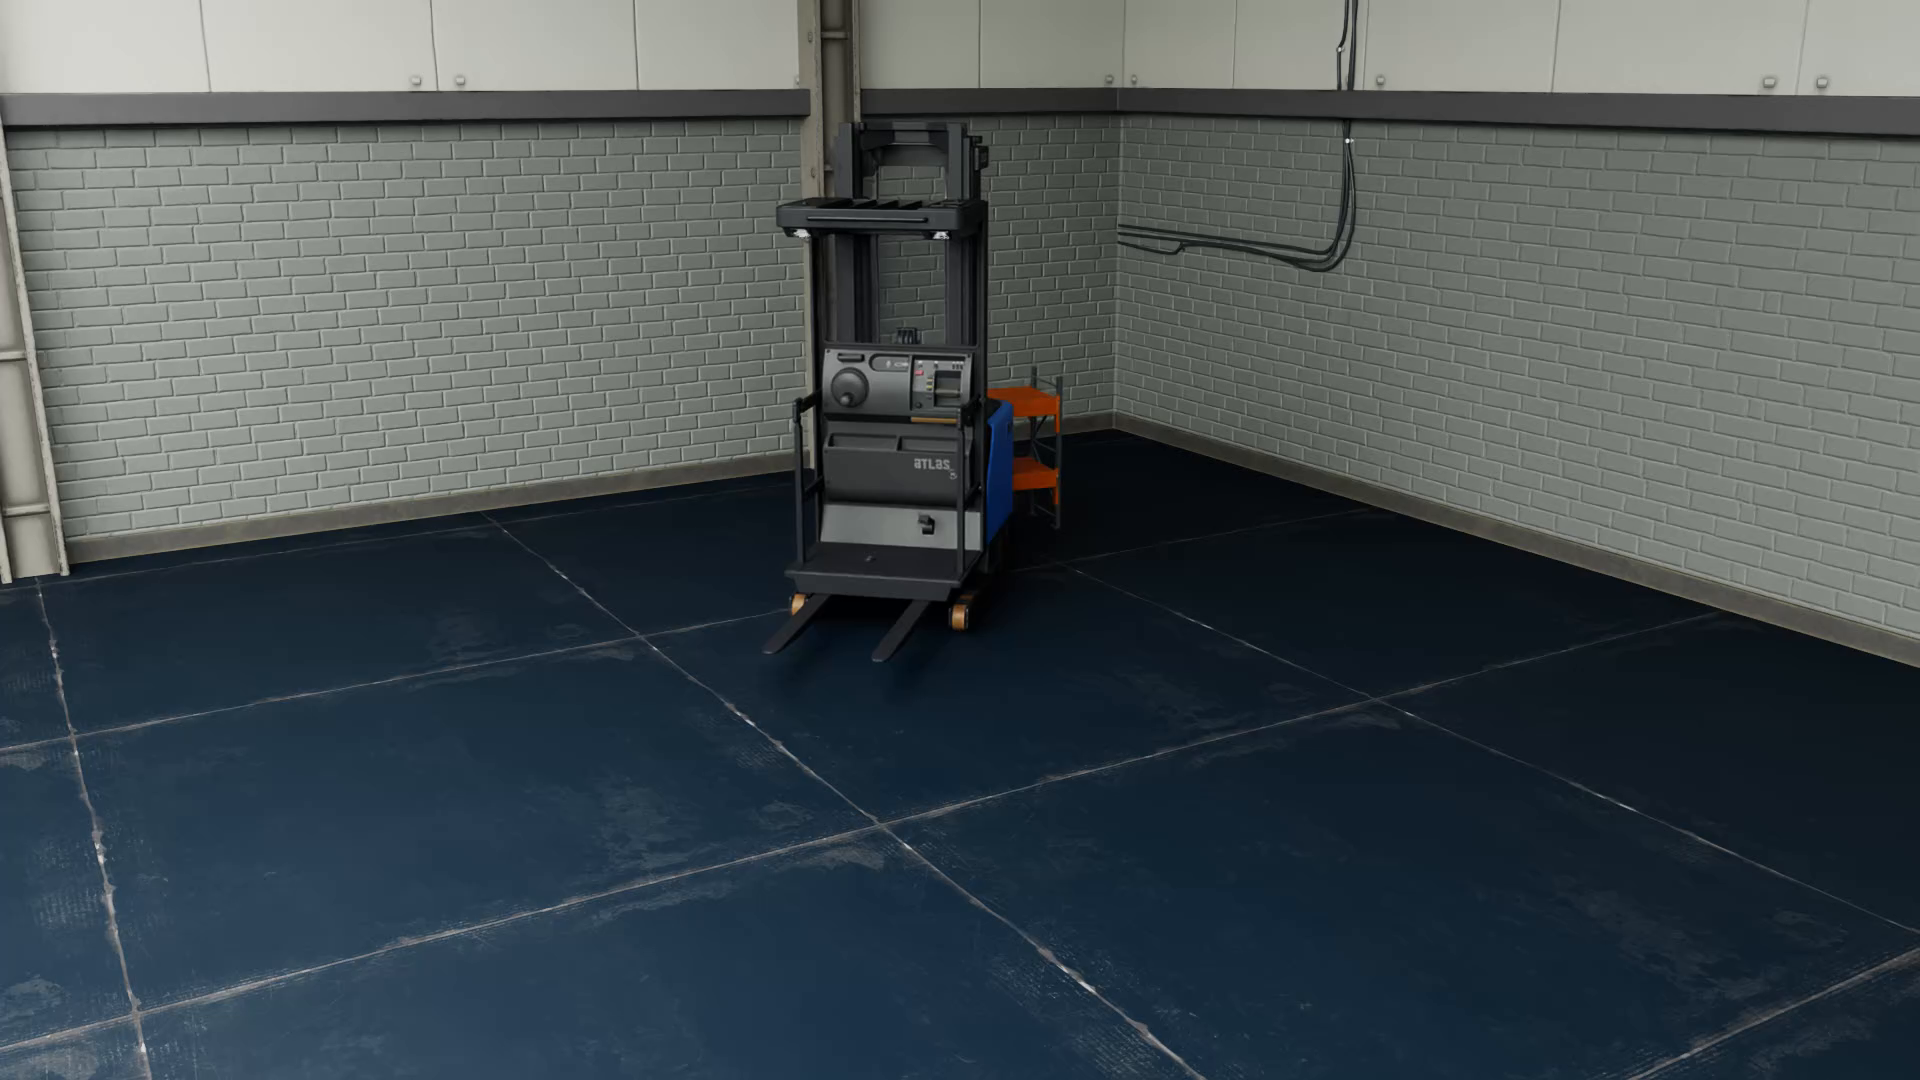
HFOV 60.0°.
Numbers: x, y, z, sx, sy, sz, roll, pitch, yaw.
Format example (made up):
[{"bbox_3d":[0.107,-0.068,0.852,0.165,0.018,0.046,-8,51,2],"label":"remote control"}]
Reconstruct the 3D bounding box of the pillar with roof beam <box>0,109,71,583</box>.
[{"bbox_3d":[-3.963,-3.114,6.348,0.400,9.000,9.100,-9,18,-30],"label":"pillar with roof beam"}]

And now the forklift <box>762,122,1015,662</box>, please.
[{"bbox_3d":[-0.424,-0.974,9.956,1.130,2.935,3.031,3,16,11],"label":"forklift"}]

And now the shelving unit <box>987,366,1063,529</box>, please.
[{"bbox_3d":[0.158,-0.639,12.106,1.048,1.125,0.538,-6,17,-21],"label":"shelving unit"}]

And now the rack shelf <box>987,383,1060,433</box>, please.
[{"bbox_3d":[0.158,-0.921,12.027,1.000,0.278,0.538,-6,17,-21],"label":"rack shelf"}]

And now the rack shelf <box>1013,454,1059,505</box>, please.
[{"bbox_3d":[0.158,-0.404,12.172,1.000,0.278,0.538,-6,17,-21],"label":"rack shelf"}]

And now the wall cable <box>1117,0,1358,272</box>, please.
[{"bbox_3d":[2.169,-3.553,13.665,0.112,2.526,3.097,-9,18,-30],"label":"wall cable"}]

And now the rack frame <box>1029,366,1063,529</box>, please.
[{"bbox_3d":[0.632,-0.689,12.285,0.032,1.125,0.500,-6,17,-21],"label":"rack frame"}]

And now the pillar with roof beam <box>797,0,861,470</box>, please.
[{"bbox_3d":[1.180,-3.949,9.324,0.400,9.000,9.100,-9,18,-30],"label":"pillar with roof beam"}]
